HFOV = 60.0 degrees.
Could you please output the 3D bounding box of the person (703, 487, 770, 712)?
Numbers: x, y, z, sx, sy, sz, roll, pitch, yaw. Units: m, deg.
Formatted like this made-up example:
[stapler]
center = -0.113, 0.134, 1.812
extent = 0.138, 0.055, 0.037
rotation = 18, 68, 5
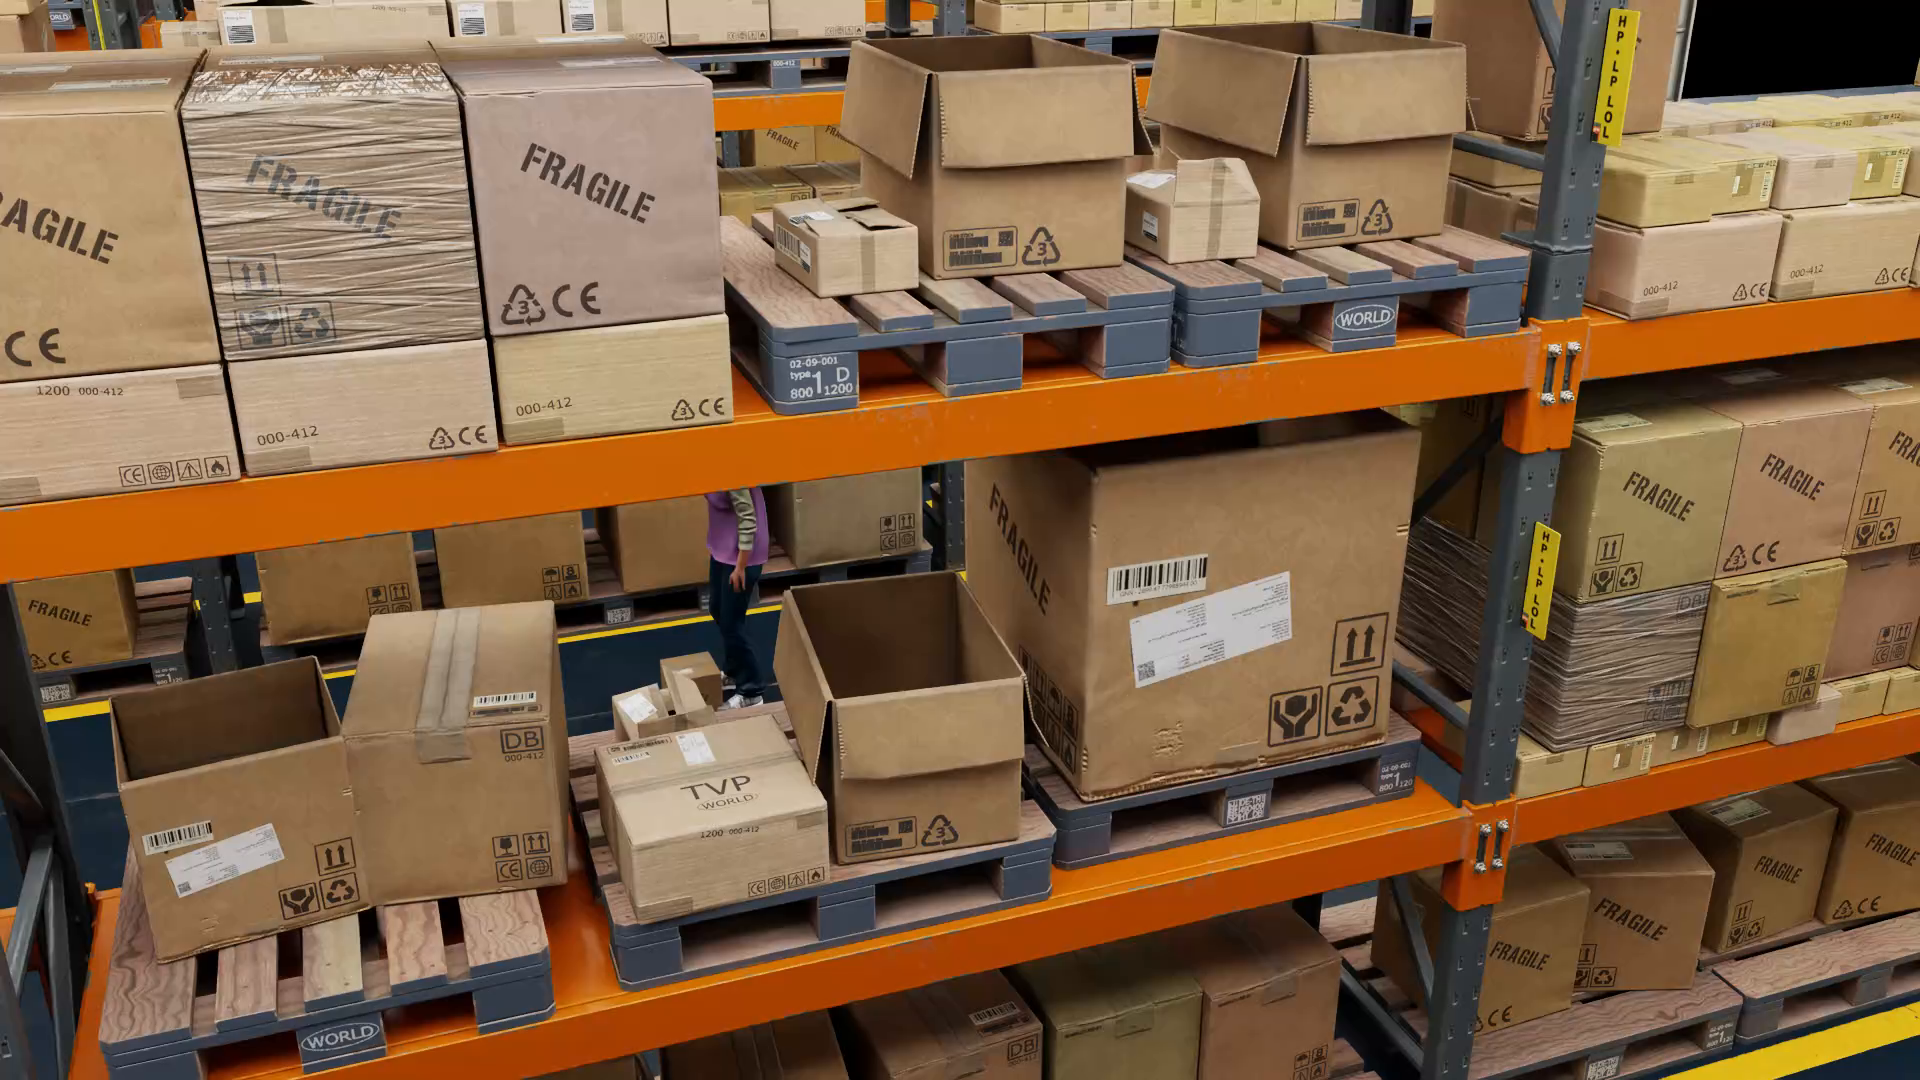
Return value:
[person]
center = -1.113, 0.082, 8.069
extent = 0.348, 1.590, 0.469
rotation = -9, 25, -21
